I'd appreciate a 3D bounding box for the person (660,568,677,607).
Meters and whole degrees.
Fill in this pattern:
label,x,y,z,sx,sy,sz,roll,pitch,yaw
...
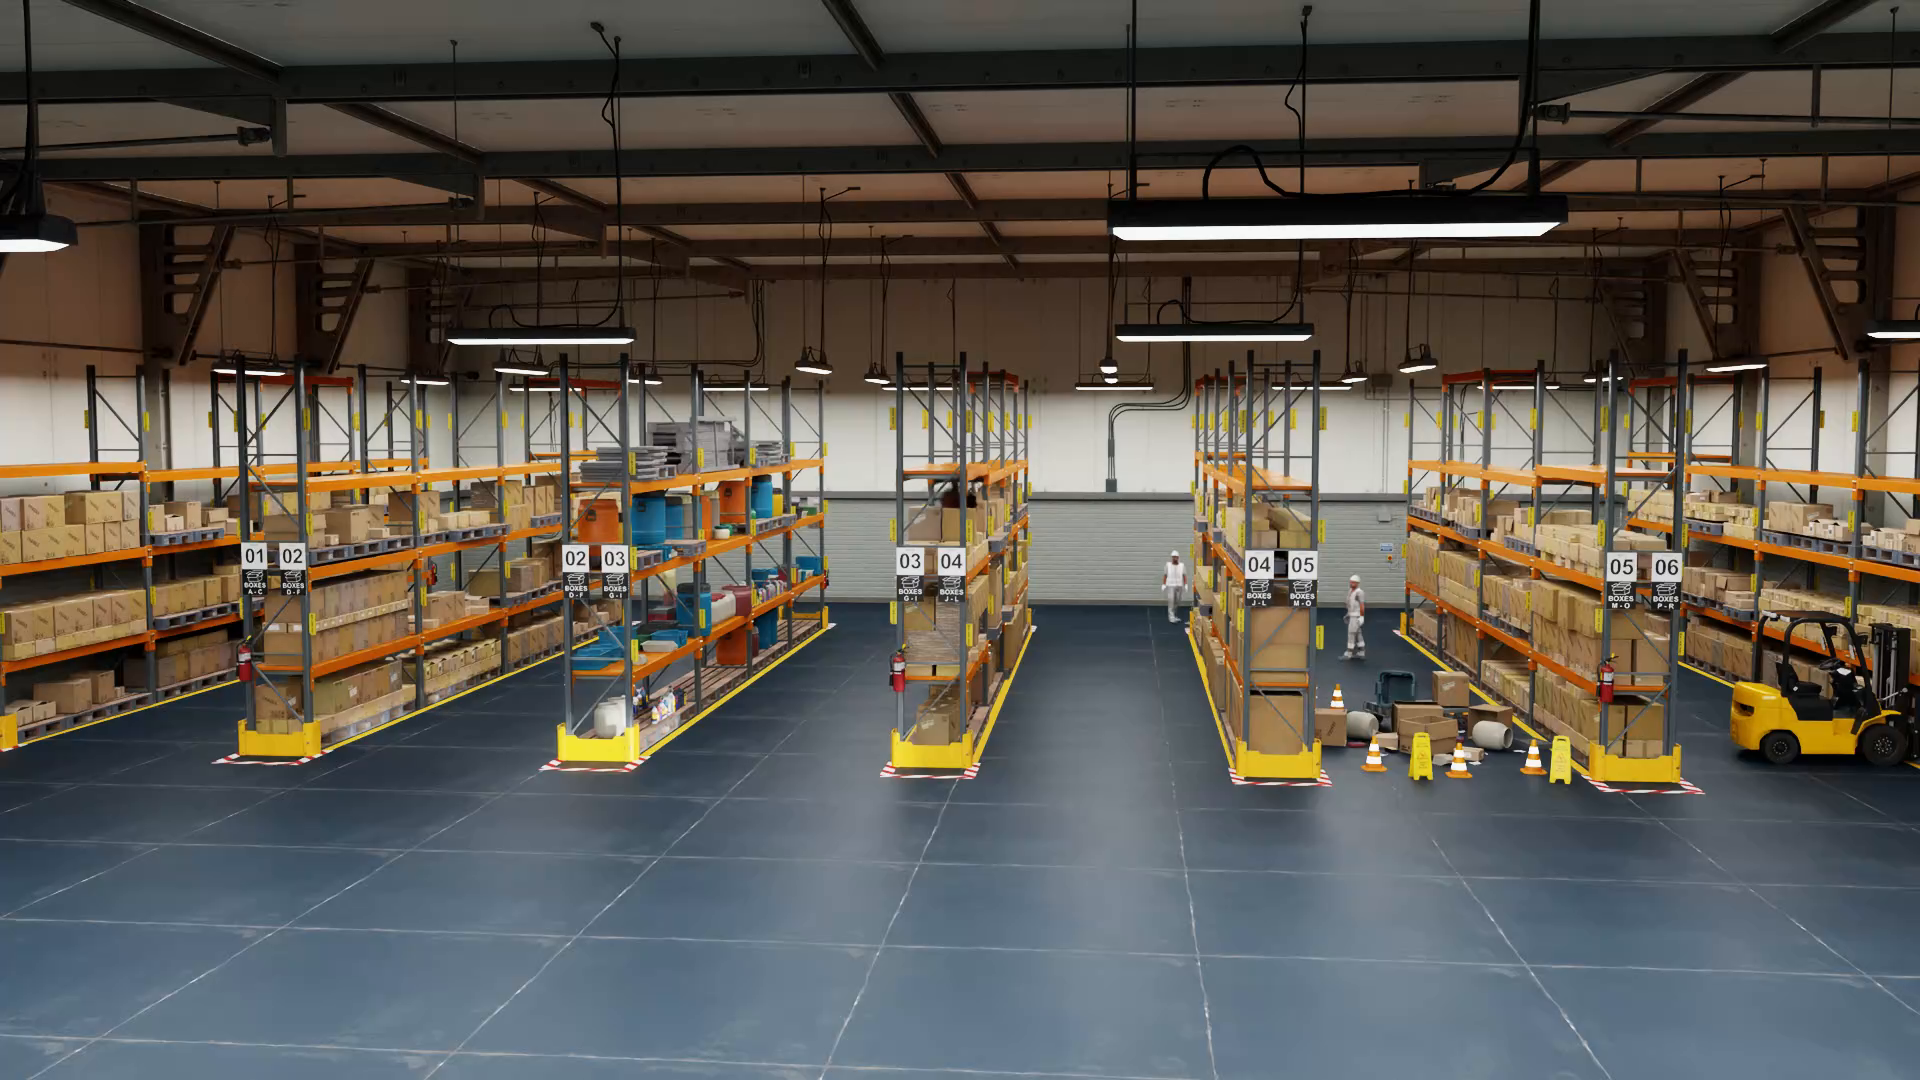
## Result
label,x,y,z,sx,sy,sz,roll,pitch,yaw
person,-7.161,1.240,41.091,0.489,1.611,1.013,-2,4,-23

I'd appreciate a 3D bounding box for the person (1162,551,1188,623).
label,x,y,z,sx,sy,sz,roll,pitch,yaw
person,5.392,1.170,41.489,0.582,1.781,0.666,-1,4,-18

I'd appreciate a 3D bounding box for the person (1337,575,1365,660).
label,x,y,z,sx,sy,sz,roll,pitch,yaw
person,8.228,1.626,35.017,0.625,1.780,0.598,0,4,4

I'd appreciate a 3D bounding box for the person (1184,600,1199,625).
label,x,y,z,sx,sy,sz,roll,pitch,yaw
person,5.961,1.292,40.556,0.971,1.632,0.557,0,4,5
